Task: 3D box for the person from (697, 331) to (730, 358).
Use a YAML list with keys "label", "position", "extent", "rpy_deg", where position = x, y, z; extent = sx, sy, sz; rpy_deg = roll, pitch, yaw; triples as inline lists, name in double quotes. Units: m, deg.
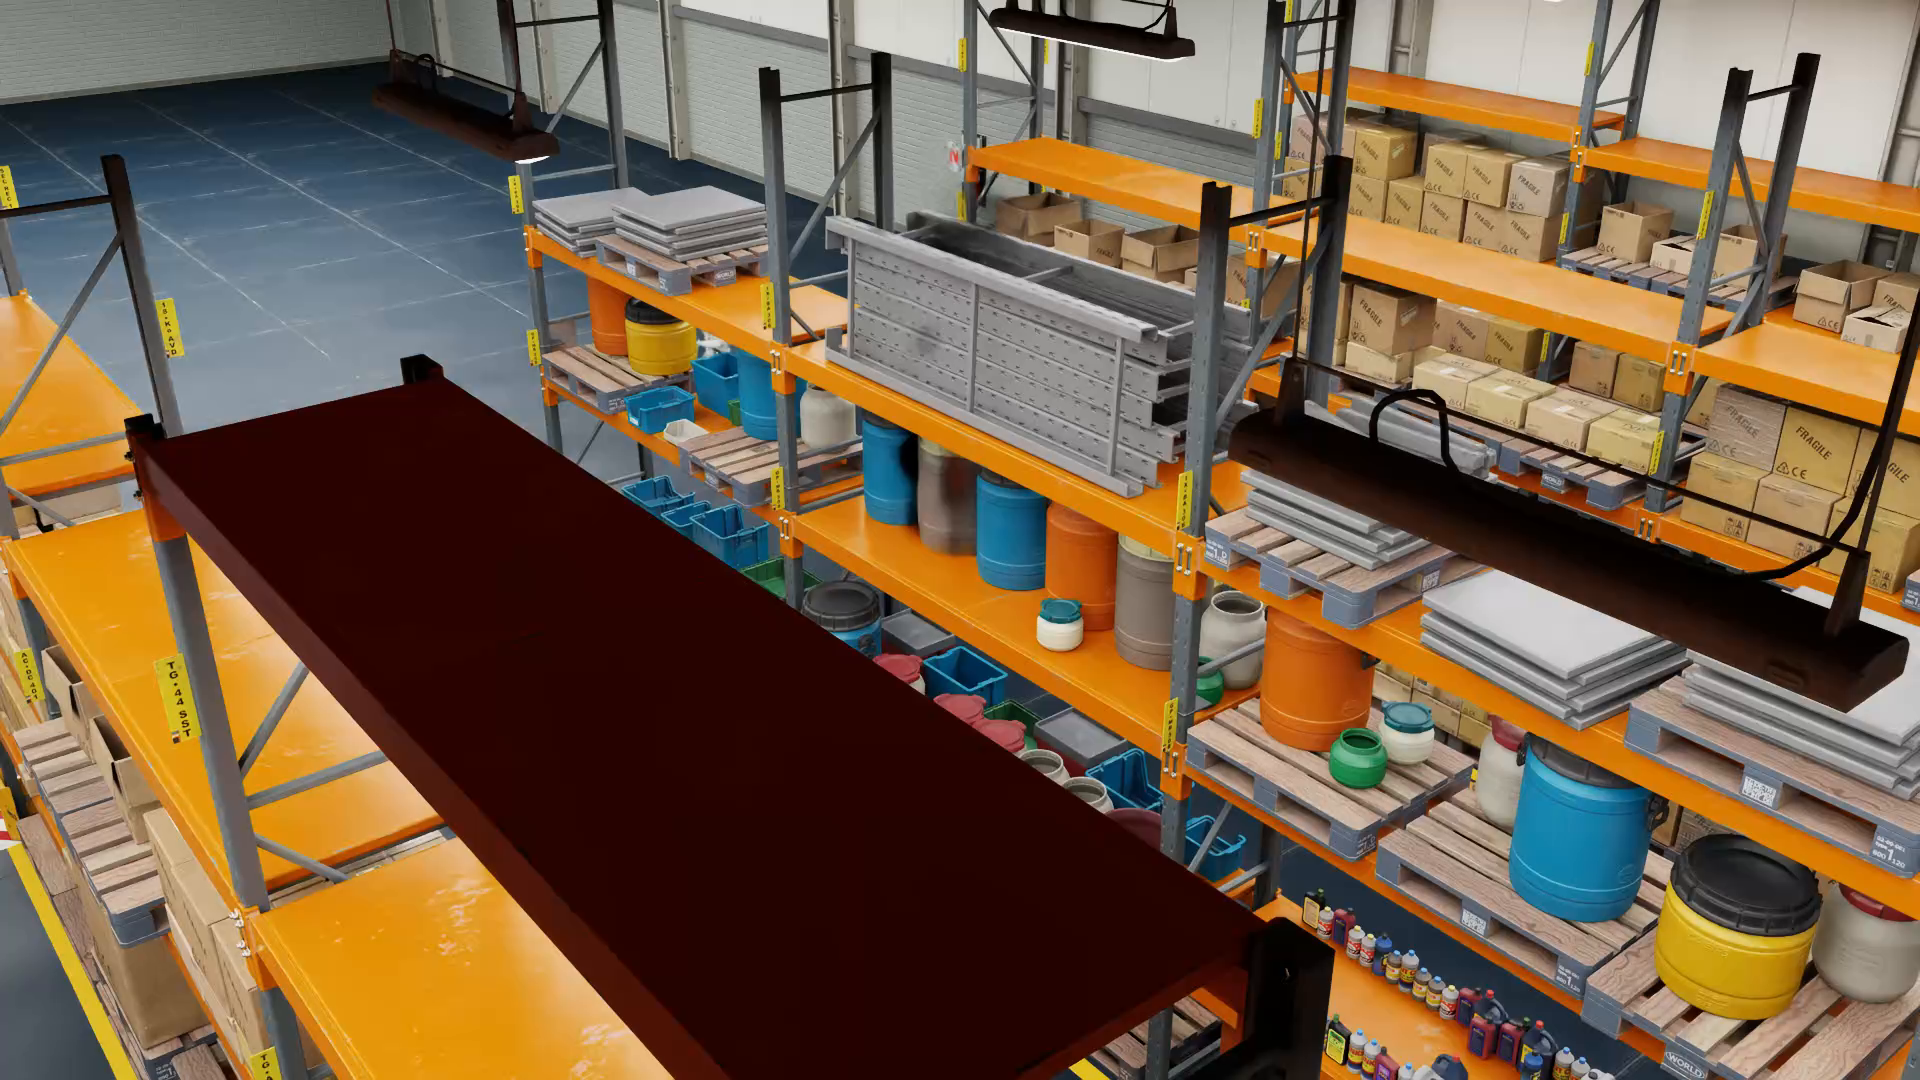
- label: "person"
  position: [-3.112, -2.345, 21.192]
  extent: [0.695, 1.716, 0.588]
  rpy_deg: [-9, 27, -19]
